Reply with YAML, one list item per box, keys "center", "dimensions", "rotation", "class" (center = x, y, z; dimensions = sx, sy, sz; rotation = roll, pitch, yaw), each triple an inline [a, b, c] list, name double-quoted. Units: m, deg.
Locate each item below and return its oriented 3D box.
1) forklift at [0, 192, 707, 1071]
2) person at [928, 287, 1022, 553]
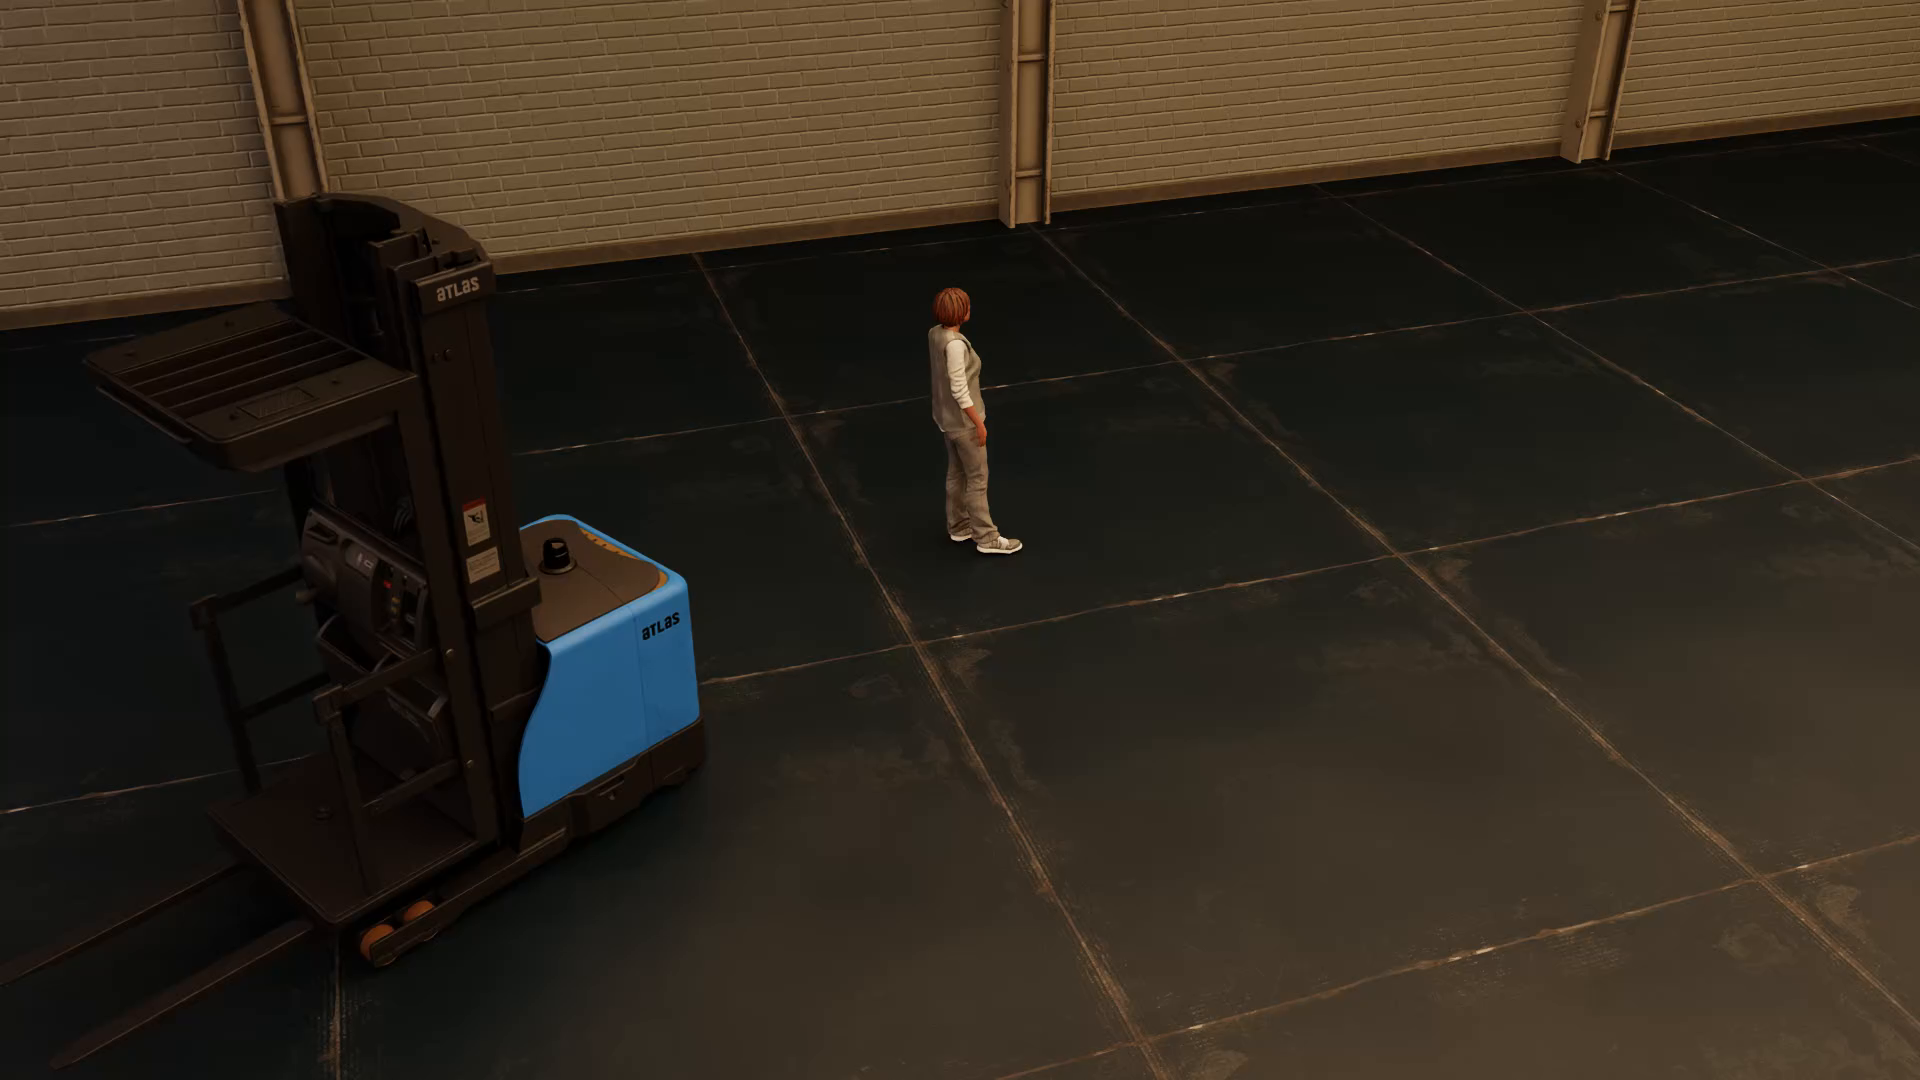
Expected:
- center: [-2.590, 0.217, 6.709]
  dimensions: [1.130, 2.935, 3.031]
  rotation: [24, 38, 36]
  class: "forklift"
- center: [0.075, -0.704, 9.633]
  dimensions: [0.473, 1.599, 0.520]
  rotation: [-10, 31, -16]
  class: "person"
